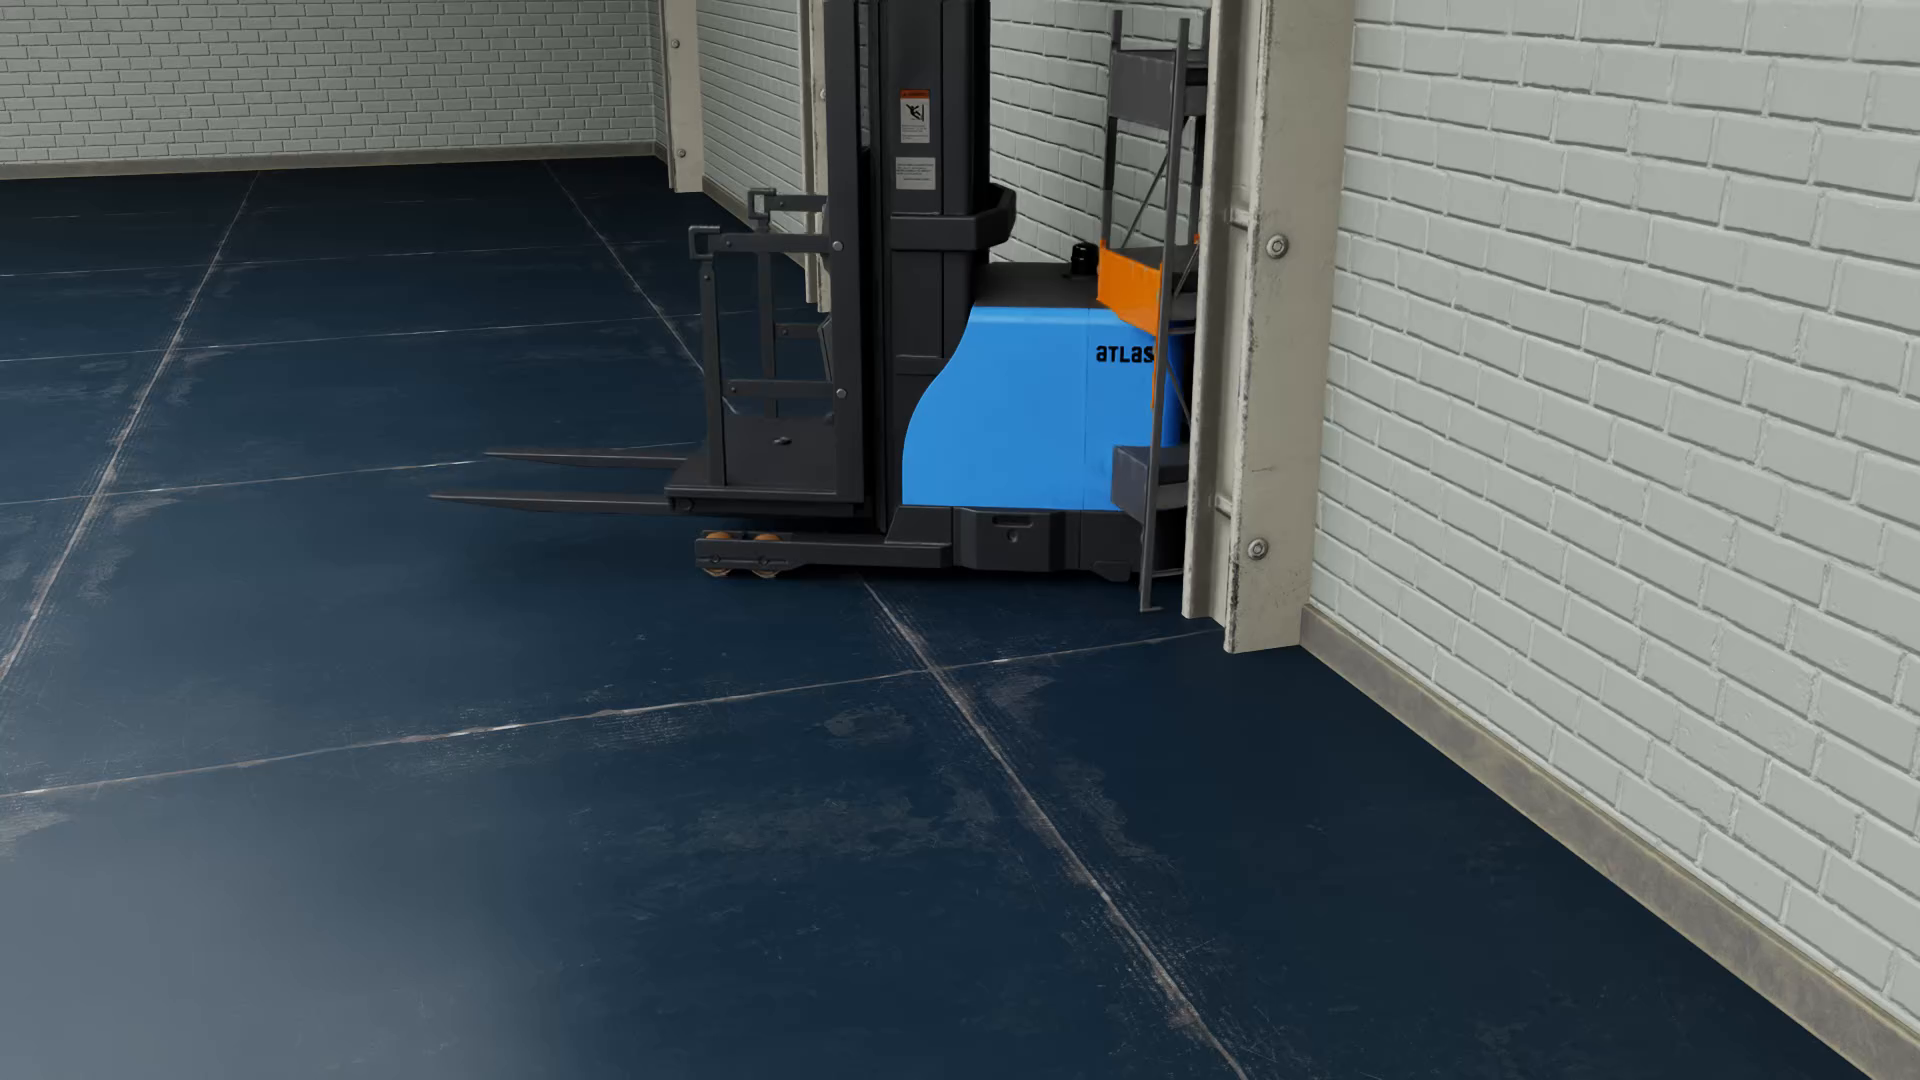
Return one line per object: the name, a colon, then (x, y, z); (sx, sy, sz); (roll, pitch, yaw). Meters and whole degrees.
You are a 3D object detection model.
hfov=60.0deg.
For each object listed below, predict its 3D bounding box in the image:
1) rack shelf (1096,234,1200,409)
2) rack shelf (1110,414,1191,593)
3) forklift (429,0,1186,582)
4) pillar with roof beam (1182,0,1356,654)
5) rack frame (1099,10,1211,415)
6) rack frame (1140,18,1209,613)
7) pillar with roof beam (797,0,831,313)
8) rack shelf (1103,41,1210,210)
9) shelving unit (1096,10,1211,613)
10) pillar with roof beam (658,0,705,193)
rack shelf: (0.788, -0.805, 6.067); (0.431, 0.518, 0.480); (-7, 22, -20)
rack shelf: (0.772, -0.149, 6.311); (0.431, 0.518, 0.480); (-7, 22, -20)
forklift: (-0.621, -1.409, 6.504); (3.031, 2.935, 1.130); (2, 20, 5)
pillar with roof beam: (-3.059, -3.460, 3.236); (9.100, 9.000, 0.400); (-6, 21, -17)
rack frame: (0.699, -0.899, 6.274); (0.400, 2.100, 0.015); (-7, 22, -20)
rack frame: (0.877, -0.737, 5.850); (0.400, 2.100, 0.015); (-7, 22, -20)
pillar with roof beam: (-4.945, -5.385, 8.597); (9.100, 9.000, 0.400); (-6, 21, -17)
rack shelf: (0.804, -1.461, 5.823); (0.431, 0.518, 0.480); (-7, 22, -20)
shelving unit: (0.788, -0.818, 6.062); (0.431, 2.100, 0.503); (-7, 22, -20)
pillar with roof beam: (-6.831, -7.311, 13.958); (9.100, 9.000, 0.400); (-6, 21, -17)
